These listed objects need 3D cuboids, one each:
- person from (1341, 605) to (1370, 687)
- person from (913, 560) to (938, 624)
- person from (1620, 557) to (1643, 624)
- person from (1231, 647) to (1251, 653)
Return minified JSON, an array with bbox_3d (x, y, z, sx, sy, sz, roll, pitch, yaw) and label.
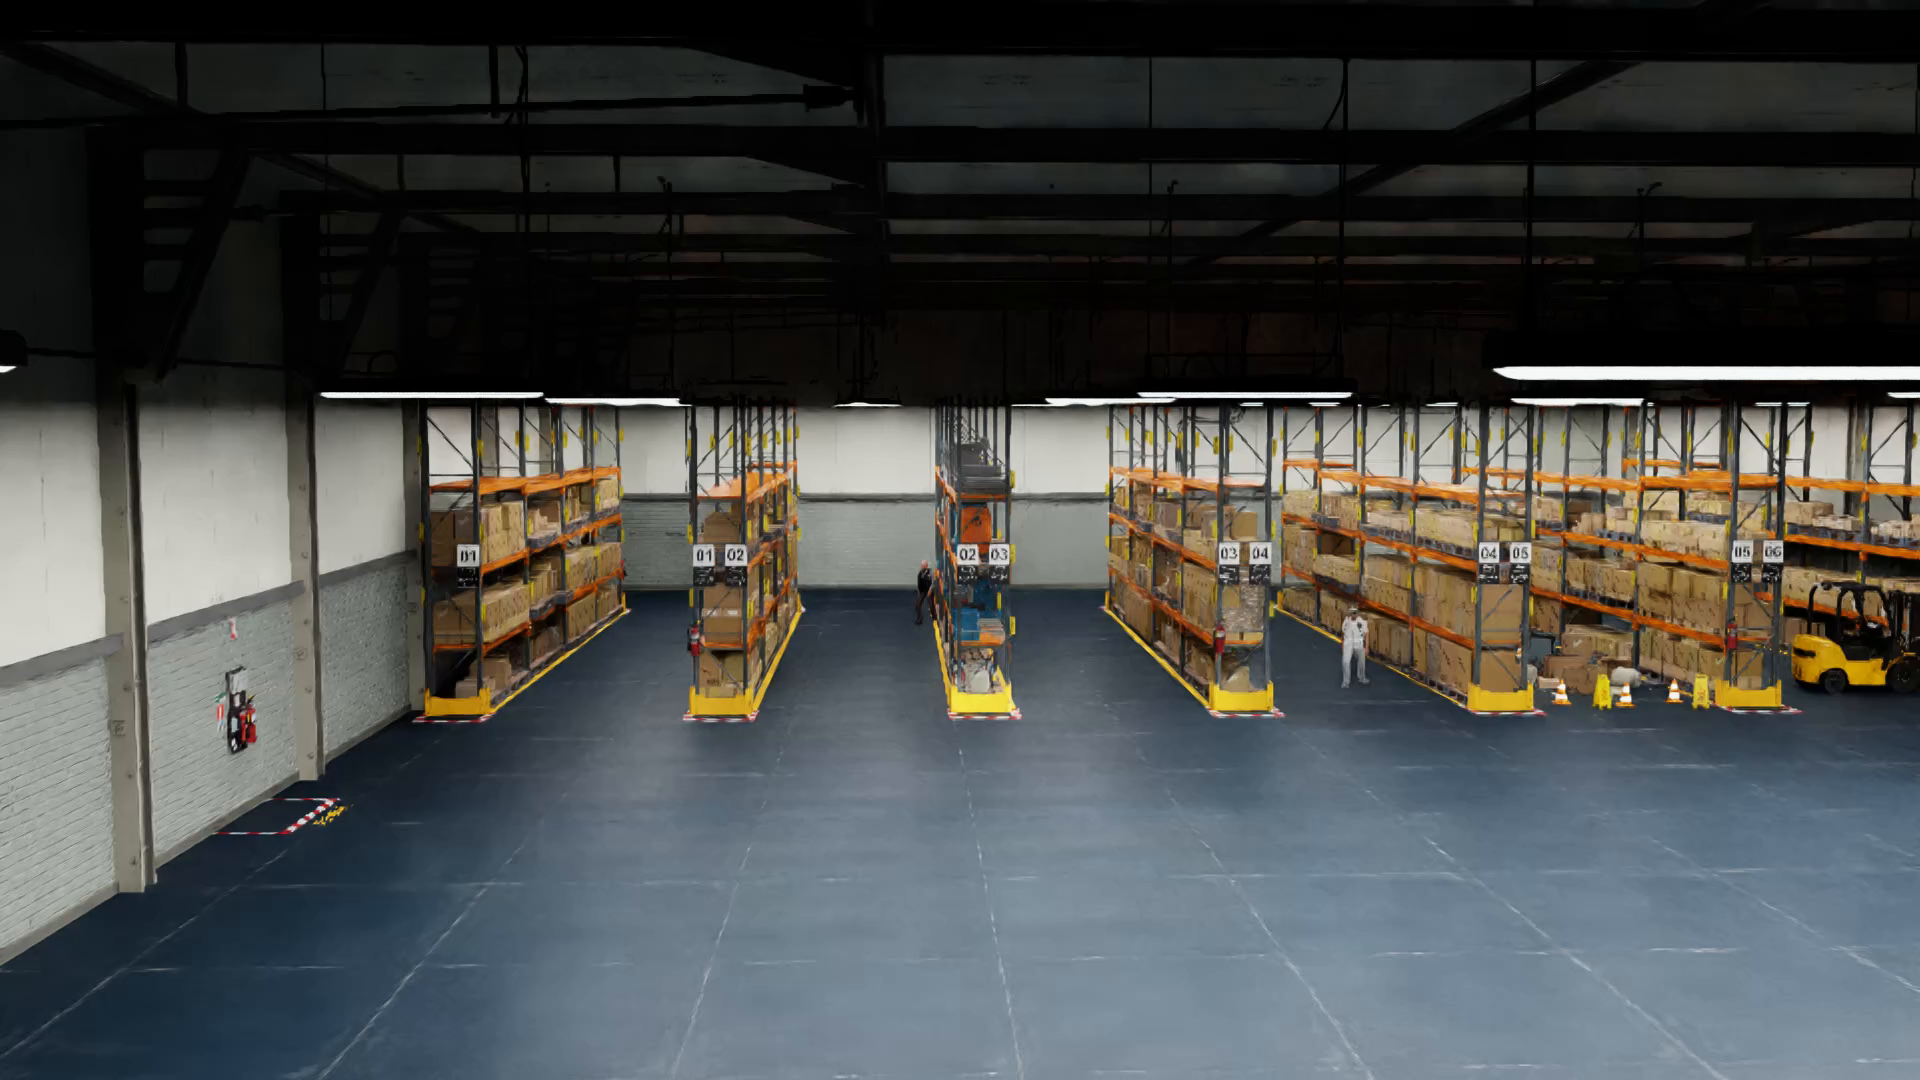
[{"bbox_3d":[8.165,2.167,34.382,0.585,1.697,0.977,1,5,18],"label":"person"},{"bbox_3d":[-0.897,1.384,44.445,0.611,1.693,0.687,3,5,31],"label":"person"},{"bbox_3d":[17.927,1.339,44.312,0.557,1.764,0.651,1,5,16],"label":"person"},{"bbox_3d":[6.607,1.822,38.850,0.688,1.712,0.782,0,5,3],"label":"person"}]
